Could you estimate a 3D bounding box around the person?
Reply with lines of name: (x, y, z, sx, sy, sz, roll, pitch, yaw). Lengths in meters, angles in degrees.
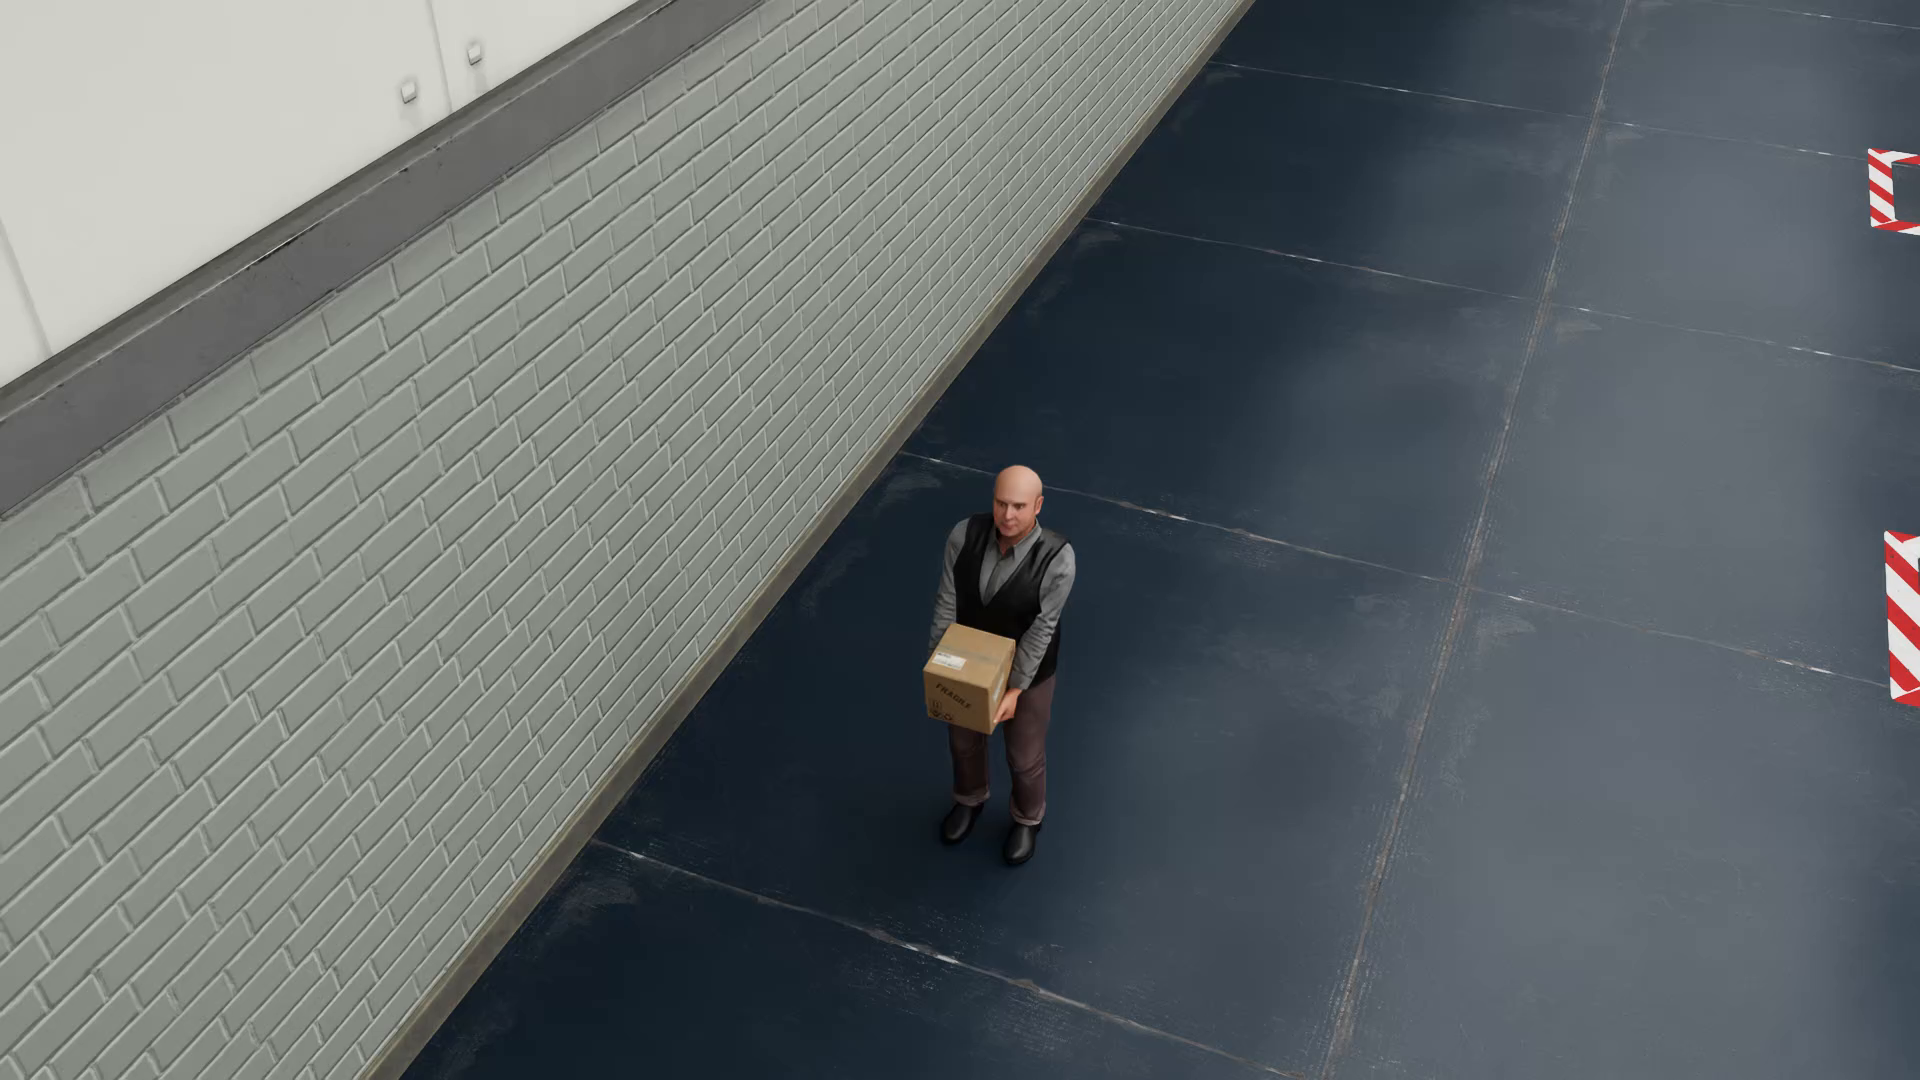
person: (0.129, 0.558, 6.178, 0.494, 1.634, 0.560, 15, 40, 19)
